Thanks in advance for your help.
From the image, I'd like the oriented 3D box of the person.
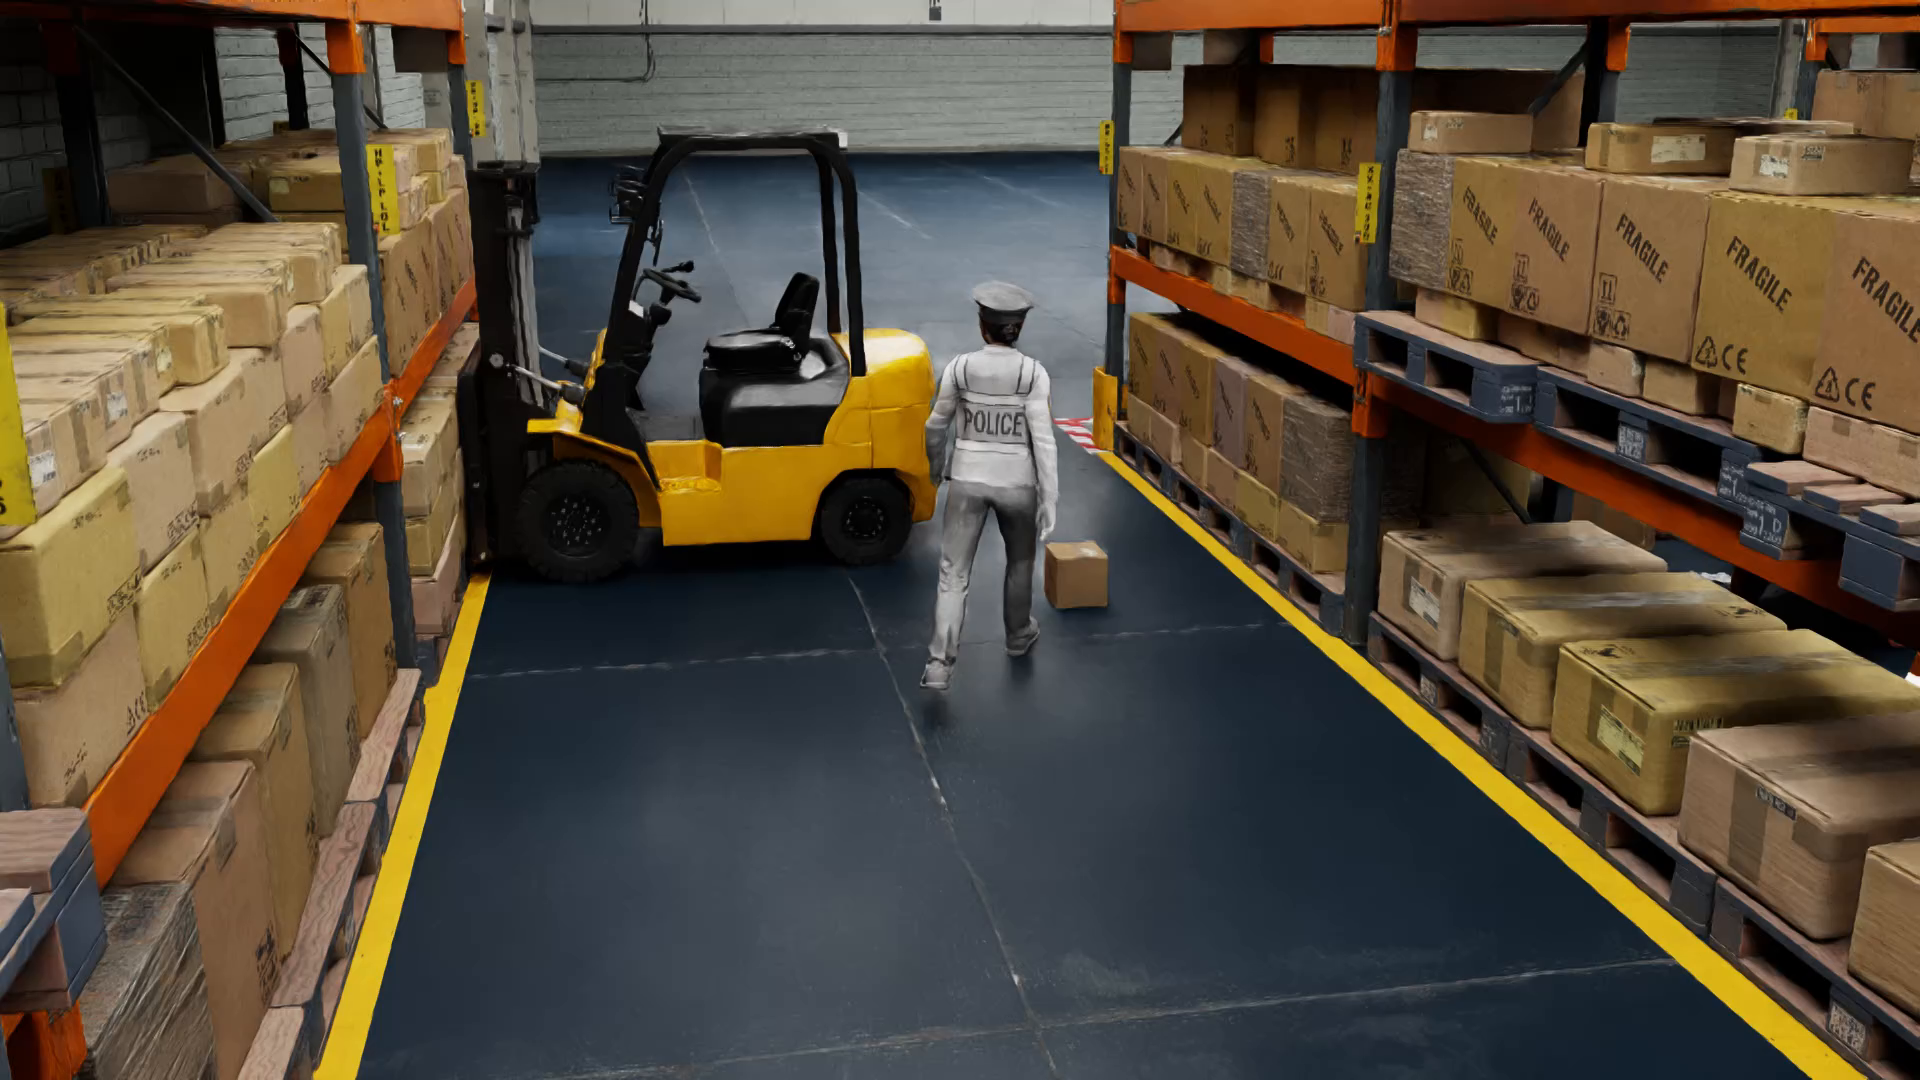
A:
[{"bbox_3d":[0.120,-0.218,6.766,0.591,1.627,1.012,3,17,9],"label":"person"}]
